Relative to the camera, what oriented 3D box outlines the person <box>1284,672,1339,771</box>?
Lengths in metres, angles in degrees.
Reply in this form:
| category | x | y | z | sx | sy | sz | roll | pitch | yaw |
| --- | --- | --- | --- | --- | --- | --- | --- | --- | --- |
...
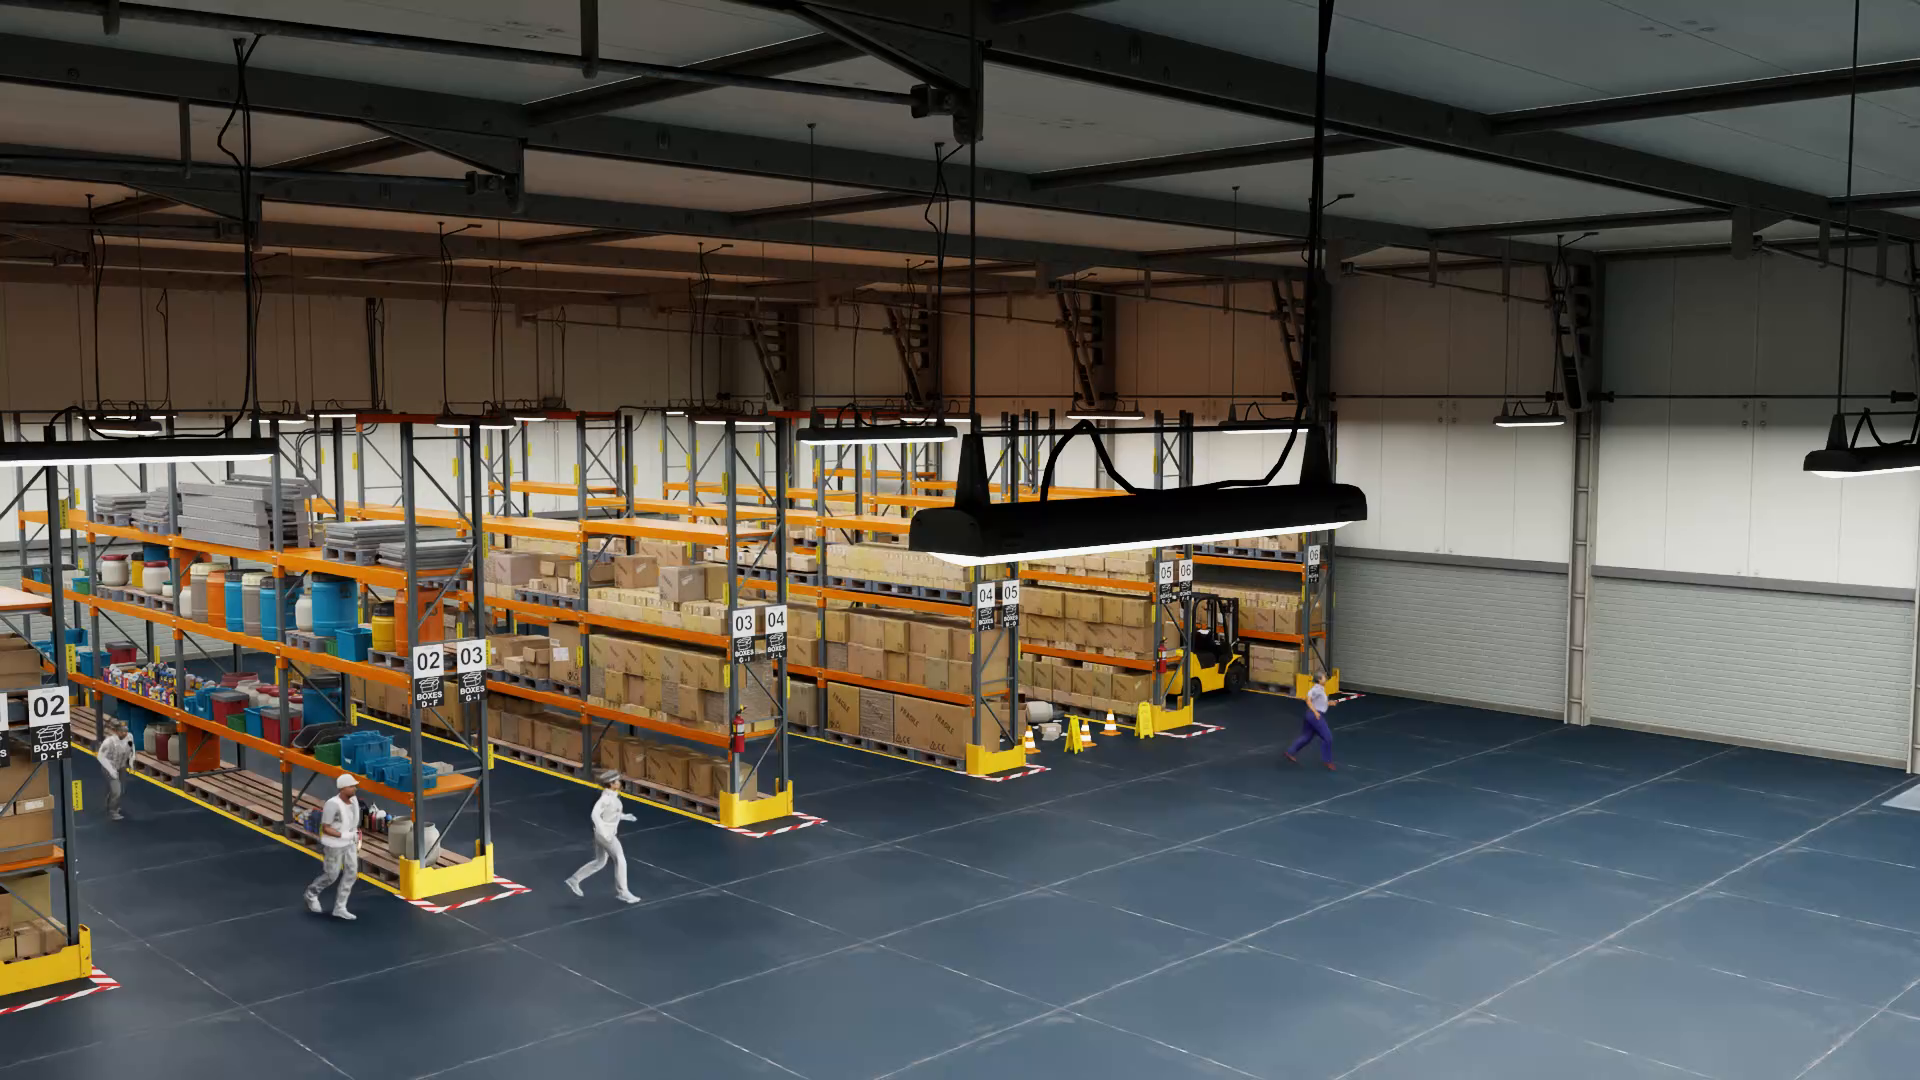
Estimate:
| category | x | y | z | sx | sy | sz | roll | pitch | yaw |
| --- | --- | --- | --- | --- | --- | --- | --- | --- | --- |
| person | 5.964 | 3.078 | 28.165 | 0.910 | 1.678 | 0.636 | 0 | 5 | 4 |

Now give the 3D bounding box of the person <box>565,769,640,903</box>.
| category | x | y | z | sx | sy | sz | roll | pitch | yaw |
| --- | --- | --- | --- | --- | --- | --- | --- | --- | --- |
| person | -4.464 | 3.703 | 20.734 | 0.912 | 1.701 | 0.587 | -1 | 5 | -14 |

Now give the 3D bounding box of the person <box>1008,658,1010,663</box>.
| category | x | y | z | sx | sy | sz | roll | pitch | yaw |
| --- | --- | --- | --- | --- | --- | --- | --- | --- | --- |
| person | 0.904 | 2.203 | 37.458 | 0.916 | 1.793 | 0.659 | 4 | 7 | 42 |

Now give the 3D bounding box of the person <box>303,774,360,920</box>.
| category | x | y | z | sx | sy | sz | roll | pitch | yaw |
| --- | --- | --- | --- | --- | --- | --- | --- | --- | --- |
| person | -7.642 | 3.703 | 20.239 | 0.778 | 1.766 | 0.676 | 2 | 5 | 20 |

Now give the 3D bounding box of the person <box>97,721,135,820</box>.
| category | x | y | z | sx | sy | sz | roll | pitch | yaw |
| --- | --- | --- | --- | --- | --- | --- | --- | --- | --- |
| person | -12.641 | 3.413 | 24.853 | 0.834 | 1.518 | 0.633 | 2 | 5 | 20 |
